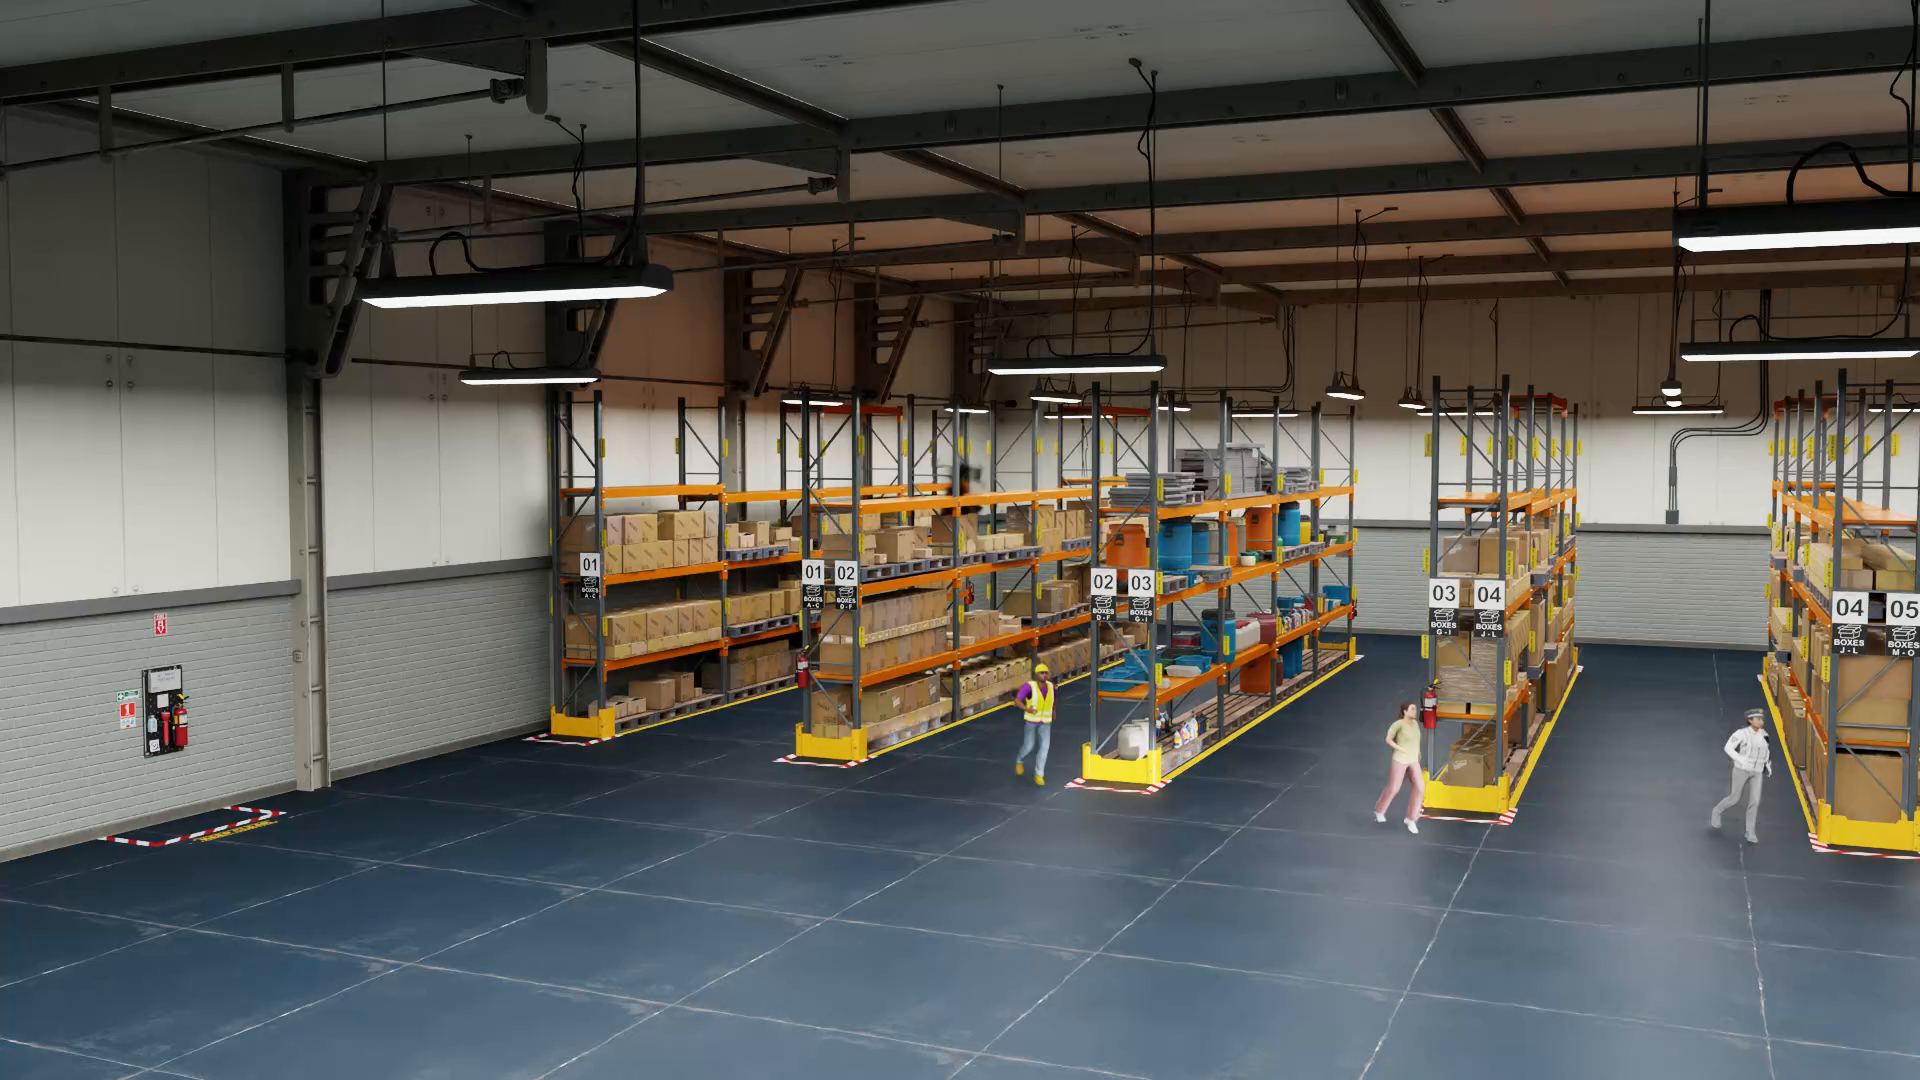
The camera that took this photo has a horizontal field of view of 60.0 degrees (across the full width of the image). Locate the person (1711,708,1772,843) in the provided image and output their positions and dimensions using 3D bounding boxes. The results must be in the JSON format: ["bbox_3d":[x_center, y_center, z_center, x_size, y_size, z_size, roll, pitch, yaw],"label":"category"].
[{"bbox_3d":[10.164,2.979,21.363,0.672,1.657,0.918,0,3,-3],"label":"person"}]

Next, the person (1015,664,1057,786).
[{"bbox_3d":[1.173,2.739,24.991,0.728,1.766,0.918,-1,3,-17],"label":"person"}]

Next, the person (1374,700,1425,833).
[{"bbox_3d":[5.886,2.959,21.984,0.626,1.691,0.788,-1,3,-23],"label":"person"}]
